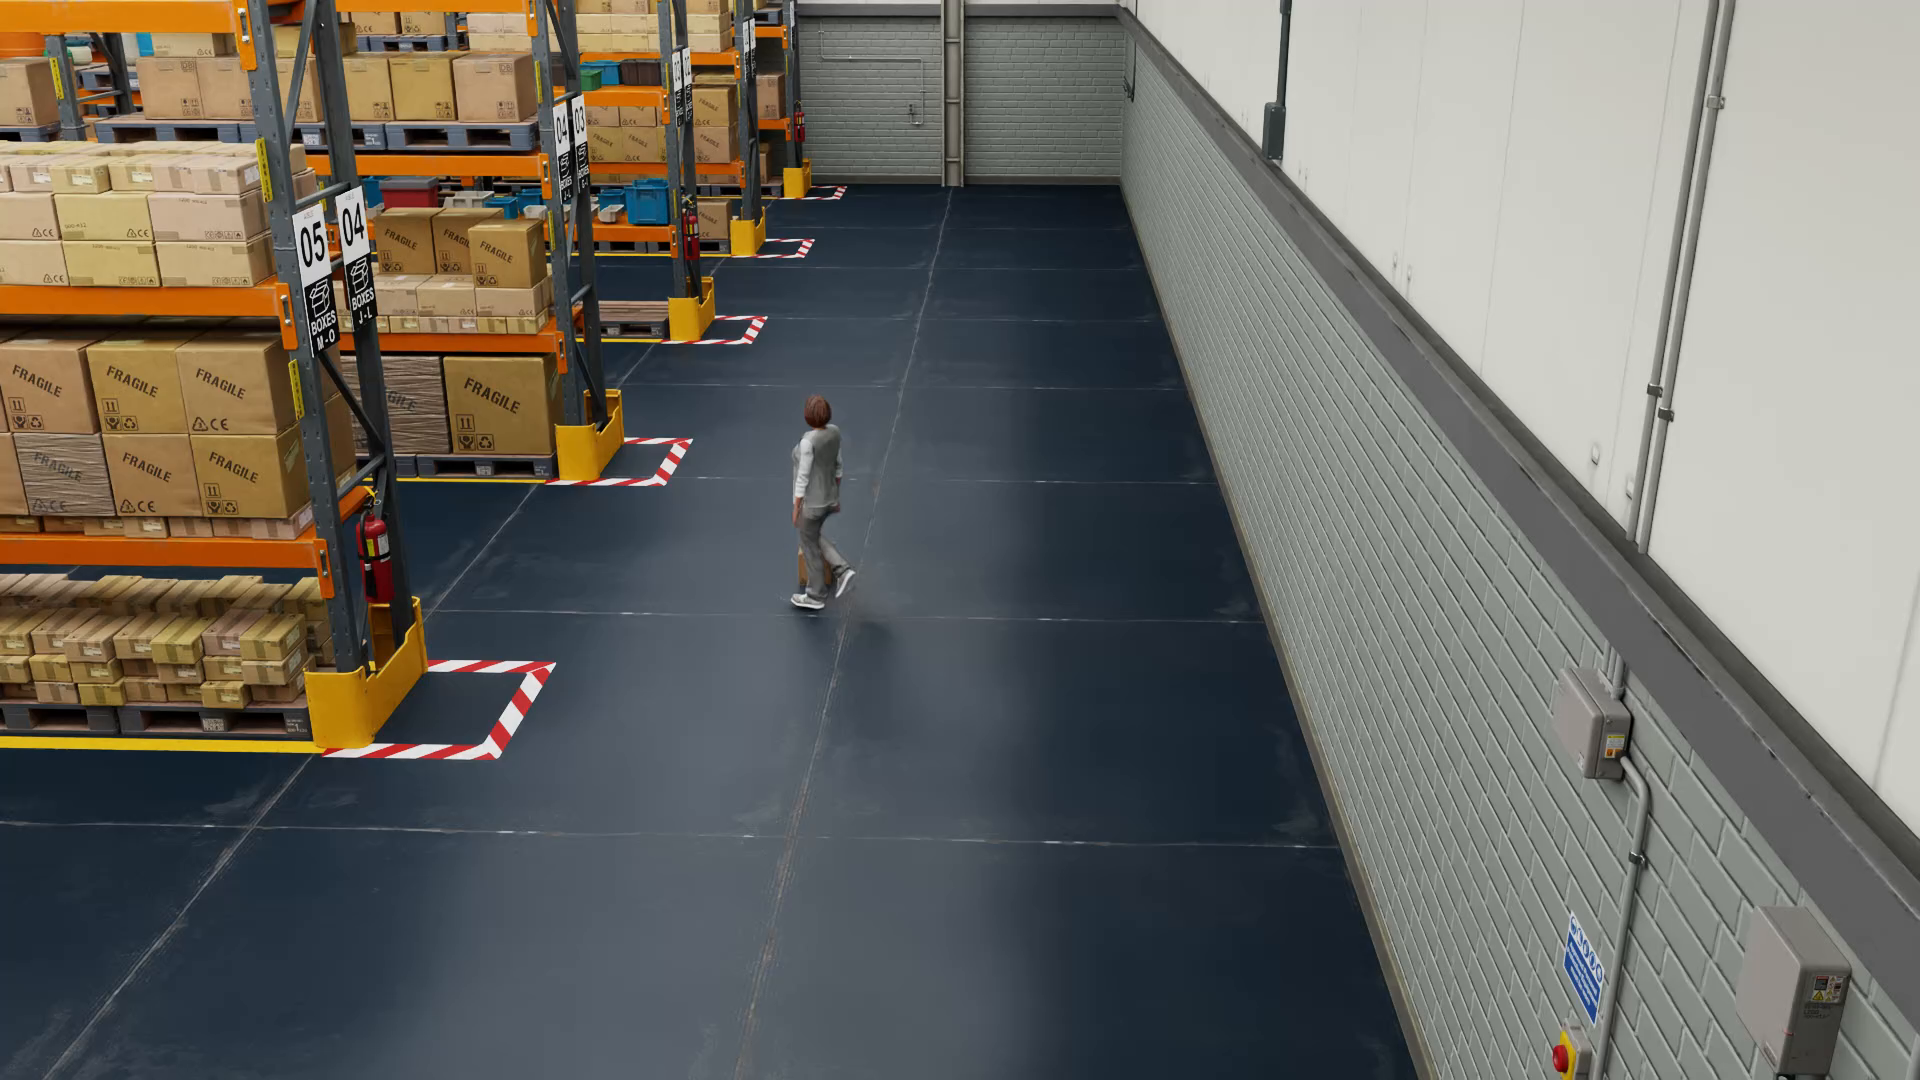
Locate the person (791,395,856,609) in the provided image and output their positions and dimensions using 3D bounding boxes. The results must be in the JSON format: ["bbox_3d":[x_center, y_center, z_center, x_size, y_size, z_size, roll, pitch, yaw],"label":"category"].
[{"bbox_3d":[-0.993,-0.263,11.734,0.475,1.588,0.428,12,24,28],"label":"person"}]
